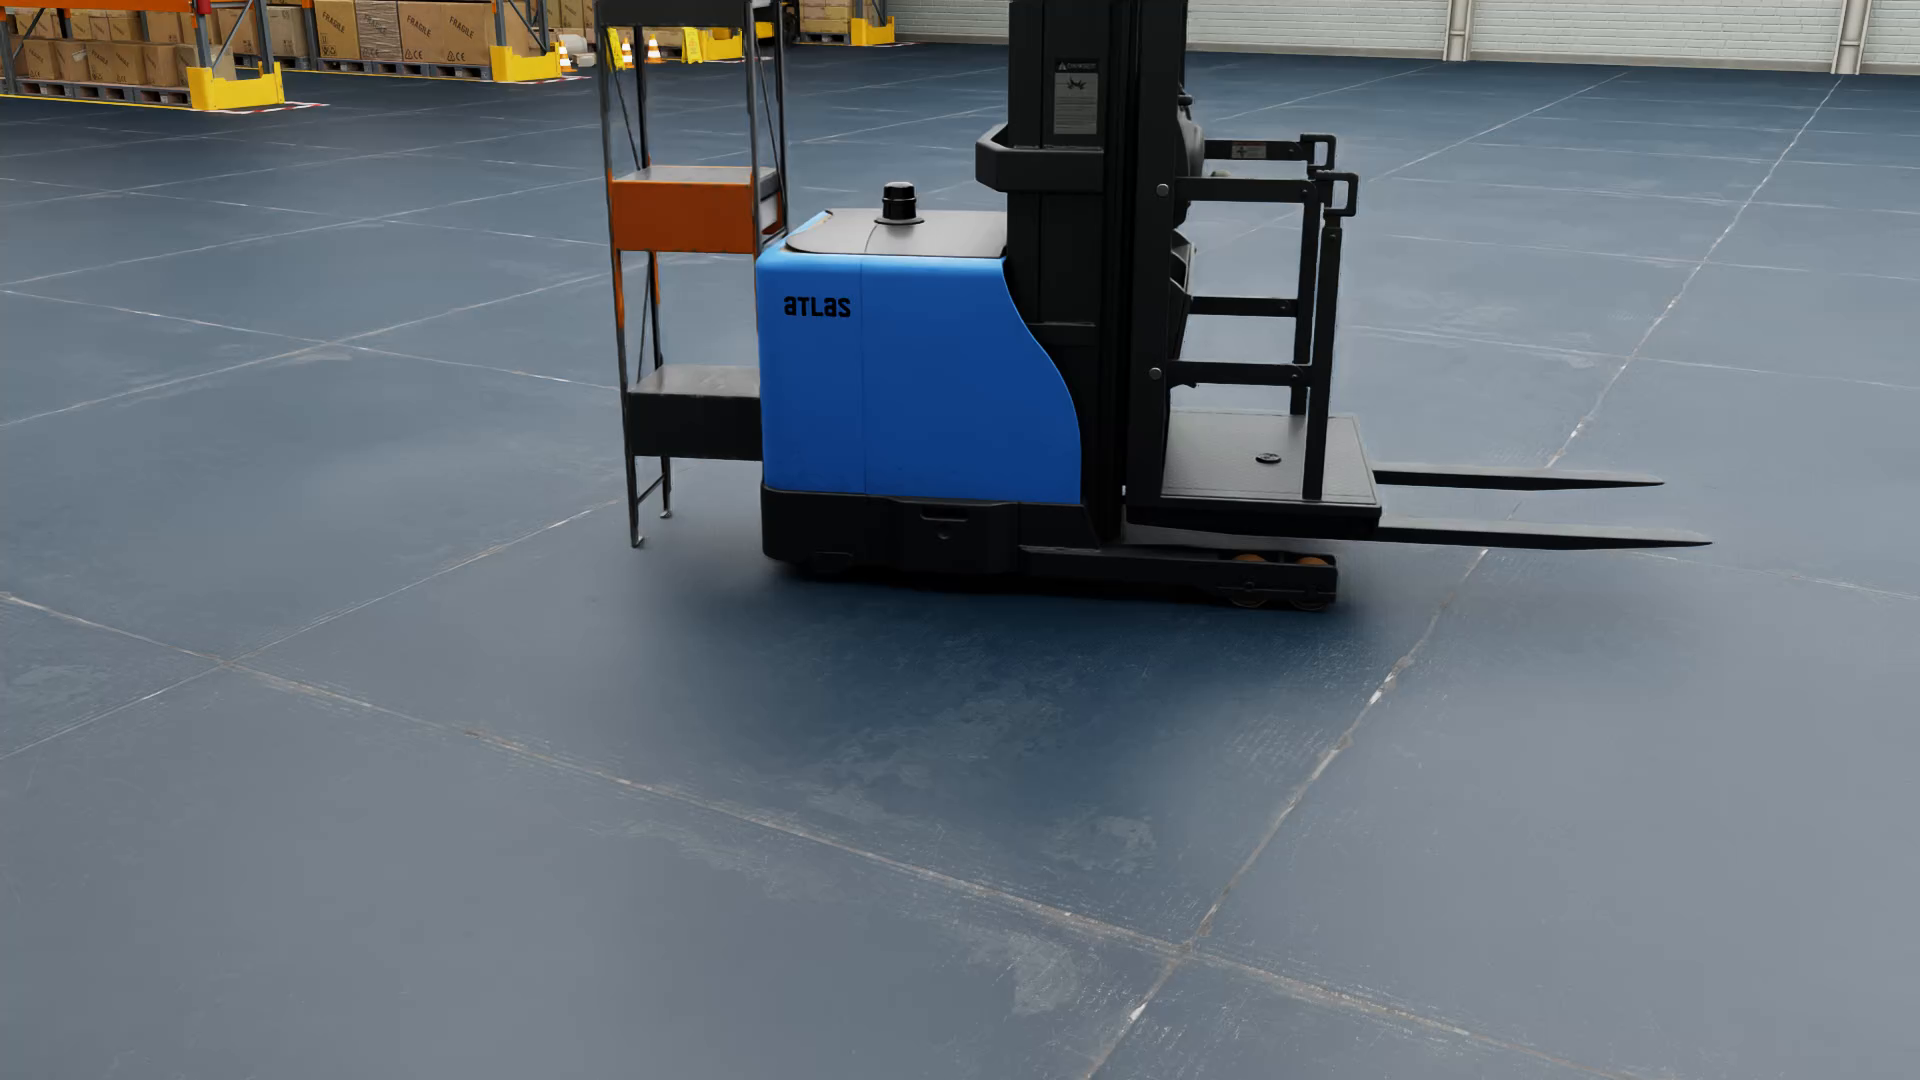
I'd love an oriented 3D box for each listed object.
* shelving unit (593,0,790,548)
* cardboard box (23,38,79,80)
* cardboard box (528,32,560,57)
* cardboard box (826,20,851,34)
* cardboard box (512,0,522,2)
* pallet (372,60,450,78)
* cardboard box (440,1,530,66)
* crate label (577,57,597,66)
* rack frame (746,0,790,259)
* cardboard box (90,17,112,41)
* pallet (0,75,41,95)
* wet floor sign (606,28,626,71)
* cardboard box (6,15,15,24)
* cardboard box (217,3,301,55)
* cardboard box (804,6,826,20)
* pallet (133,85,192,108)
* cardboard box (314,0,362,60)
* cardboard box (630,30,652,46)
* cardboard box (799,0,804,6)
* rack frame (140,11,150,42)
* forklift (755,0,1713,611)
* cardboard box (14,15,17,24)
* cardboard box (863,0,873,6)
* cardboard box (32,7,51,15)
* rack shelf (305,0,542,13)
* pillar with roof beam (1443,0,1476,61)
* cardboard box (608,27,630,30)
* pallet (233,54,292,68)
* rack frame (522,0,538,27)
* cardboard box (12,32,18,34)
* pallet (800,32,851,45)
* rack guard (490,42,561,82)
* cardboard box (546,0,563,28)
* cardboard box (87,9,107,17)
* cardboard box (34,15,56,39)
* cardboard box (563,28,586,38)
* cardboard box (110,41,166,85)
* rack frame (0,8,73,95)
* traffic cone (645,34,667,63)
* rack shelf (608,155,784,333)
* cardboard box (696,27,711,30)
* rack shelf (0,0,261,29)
[{"bbox_3d":[-0.866,-1.015,5.585,0.503,2.100,0.431,3,20,8],"label":"shelving unit"},{"bbox_3d":[-12.164,-6.472,22.359,0.500,0.500,0.500,10,22,26],"label":"cardboard box"},{"bbox_3d":[-6.937,-8.178,27.673,0.637,0.503,0.797,-4,20,-10],"label":"cardboard box"},{"bbox_3d":[-2.316,-10.181,32.948,0.500,0.250,0.500,11,23,28],"label":"cardboard box"},{"bbox_3d":[-9.642,-11.737,36.873,0.500,0.500,0.500,10,22,26],"label":"cardboard box"},{"bbox_3d":[-8.292,-7.325,25.749,1.213,0.211,1.003,11,23,27],"label":"pallet"},{"bbox_3d":[-7.119,-7.615,24.958,0.875,0.875,0.875,11,23,28],"label":"cardboard box"},{"bbox_3d":[-6.135,-7.880,27.389,0.298,0.136,0.250,0,20,-1],"label":"crate label"},{"bbox_3d":[-0.624,-1.003,5.552,0.015,2.100,0.400,3,20,8],"label":"rack frame"},{"bbox_3d":[-14.633,-8.795,28.761,0.500,0.500,0.500,12,23,29],"label":"cardboard box"},{"bbox_3d":[-13.175,-6.346,23.051,1.213,0.211,1.003,11,23,27],"label":"pallet"},{"bbox_3d":[-5.504,-7.801,26.424,0.232,0.644,0.267,7,21,18],"label":"wet floor sign"},{"bbox_3d":[-17.409,-9.437,30.175,0.250,0.149,0.380,12,23,29],"label":"cardboard box"},{"bbox_3d":[-11.413,-8.366,27.213,0.750,0.750,1.050,11,23,27],"label":"cardboard box"},{"bbox_3d":[-2.762,-10.506,33.112,0.500,0.250,0.500,11,22,27],"label":"cardboard box"},{"bbox_3d":[-9.760,-5.711,21.298,1.213,0.211,1.003,11,23,27],"label":"pallet"},{"bbox_3d":[-9.472,-8.061,26.189,0.875,0.875,0.875,11,23,28],"label":"cardboard box"},{"bbox_3d":[-5.454,-8.861,29.310,0.500,0.250,0.500,11,23,27],"label":"cardboard box"},{"bbox_3d":[-3.200,-10.814,33.229,0.500,0.250,0.500,11,23,28],"label":"cardboard box"},{"bbox_3d":[-13.479,-9.653,28.078,0.127,3.000,1.000,11,23,27],"label":"rack frame"},{"bbox_3d":[0.902,-1.348,5.283,3.031,2.935,1.130,3,20,8],"label":"forklift"},{"bbox_3d":[-17.171,-9.574,30.553,0.250,0.149,0.380,12,23,29],"label":"cardboard box"},{"bbox_3d":[-2.079,-10.803,33.197,0.500,0.250,0.500,10,22,26],"label":"cardboard box"},{"bbox_3d":[-15.989,-9.404,29.341,0.500,0.250,0.500,11,23,29],"label":"cardboard box"},{"bbox_3d":[-8.241,-8.317,25.450,4.000,0.370,1.077,11,23,27],"label":"rack shelf"},{"bbox_3d":[6.457,-11.219,23.596,0.400,9.000,9.100,11,23,27],"label":"pillar with roof beam"},{"bbox_3d":[-5.890,-9.298,29.416,0.500,0.500,0.500,10,22,26],"label":"cardboard box"},{"bbox_3d":[-11.767,-7.986,27.570,1.213,0.211,1.003,11,23,27],"label":"pallet"},{"bbox_3d":[-7.661,-10.479,30.353,0.127,3.000,1.000,11,23,27],"label":"rack frame"},{"bbox_3d":[-17.365,-9.376,30.879,0.250,0.149,0.380,12,23,29],"label":"cardboard box"},{"bbox_3d":[-2.440,-10.096,33.387,1.213,0.211,1.003,11,23,27],"label":"pallet"},{"bbox_3d":[-6.474,-7.144,24.826,0.348,0.500,1.175,11,23,27],"label":"rack guard"},{"bbox_3d":[-7.278,-9.557,30.131,0.500,0.500,0.500,12,23,30],"label":"cardboard box"},{"bbox_3d":[-14.650,-9.145,28.626,0.500,0.250,0.500,11,23,28],"label":"cardboard box"},{"bbox_3d":[-15.993,-9.052,29.469,0.500,0.500,0.500,12,23,30],"label":"cardboard box"},{"bbox_3d":[-6.806,-9.119,30.023,0.500,0.250,0.500,12,23,30],"label":"cardboard box"},{"bbox_3d":[-10.615,-6.193,21.590,0.500,0.500,0.500,13,24,32],"label":"cardboard box"},{"bbox_3d":[-12.494,-7.528,22.220,0.127,3.000,1.000,11,23,27],"label":"rack frame"},{"bbox_3d":[-5.174,-8.308,28.090,0.334,0.463,0.336,11,23,27],"label":"traffic cone"},{"bbox_3d":[-0.866,-1.002,5.590,0.480,0.518,0.431,3,20,8],"label":"rack shelf"},{"bbox_3d":[-4.759,-9.291,29.396,0.500,0.500,0.500,10,22,26],"label":"cardboard box"},{"bbox_3d":[-10.748,-6.858,21.426,4.000,0.370,1.077,11,23,27],"label":"rack shelf"}]
